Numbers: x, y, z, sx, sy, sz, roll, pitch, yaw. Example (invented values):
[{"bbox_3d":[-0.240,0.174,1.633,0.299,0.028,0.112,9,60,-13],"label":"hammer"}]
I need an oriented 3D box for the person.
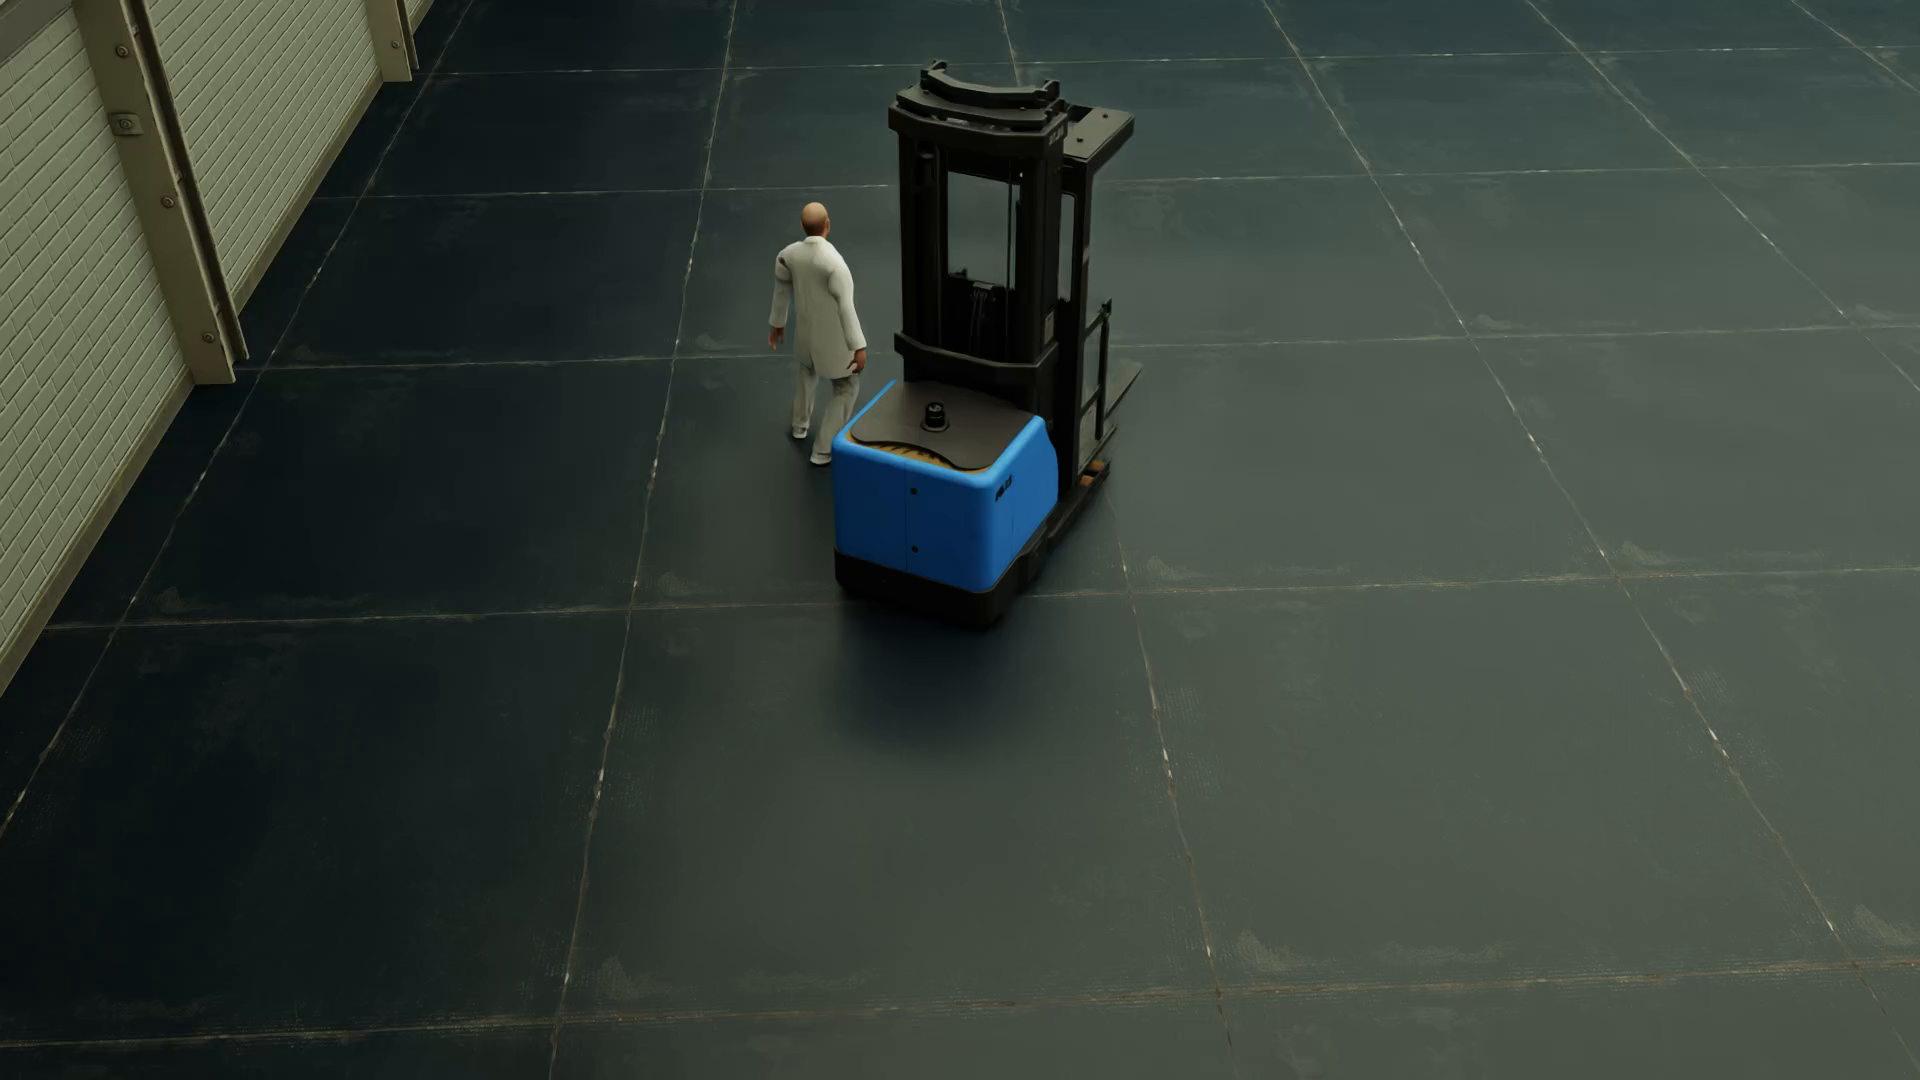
[{"bbox_3d":[-0.918,-1.341,10.907,0.911,1.748,0.509,29,45,34],"label":"person"}]

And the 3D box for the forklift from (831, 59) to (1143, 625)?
[{"bbox_3d":[0.343,-1.543,10.129,1.130,2.935,3.031,16,39,21],"label":"forklift"}]
